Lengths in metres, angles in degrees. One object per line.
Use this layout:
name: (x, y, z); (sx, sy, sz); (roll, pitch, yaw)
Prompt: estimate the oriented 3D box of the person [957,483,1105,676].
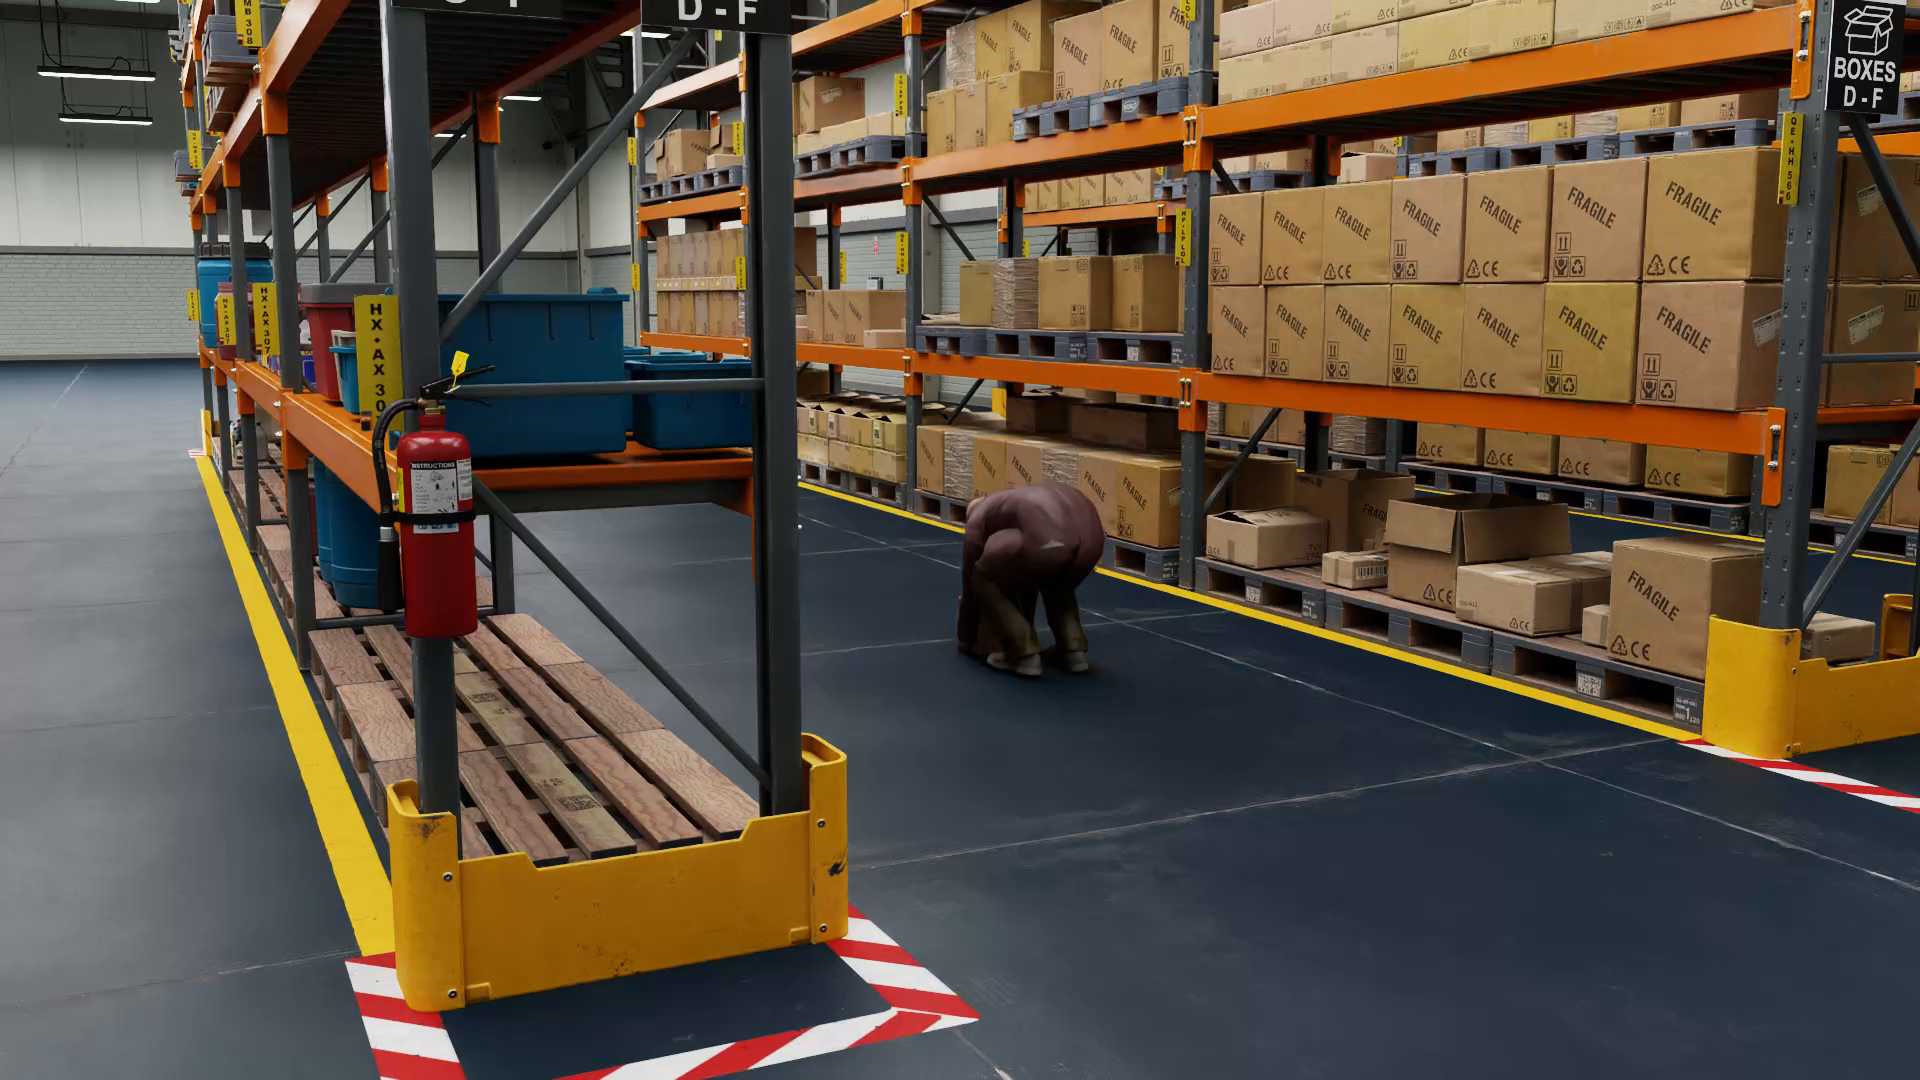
person: (0.310, 0.166, 7.919); (0.592, 0.895, 0.953); (-4, 9, -28)
